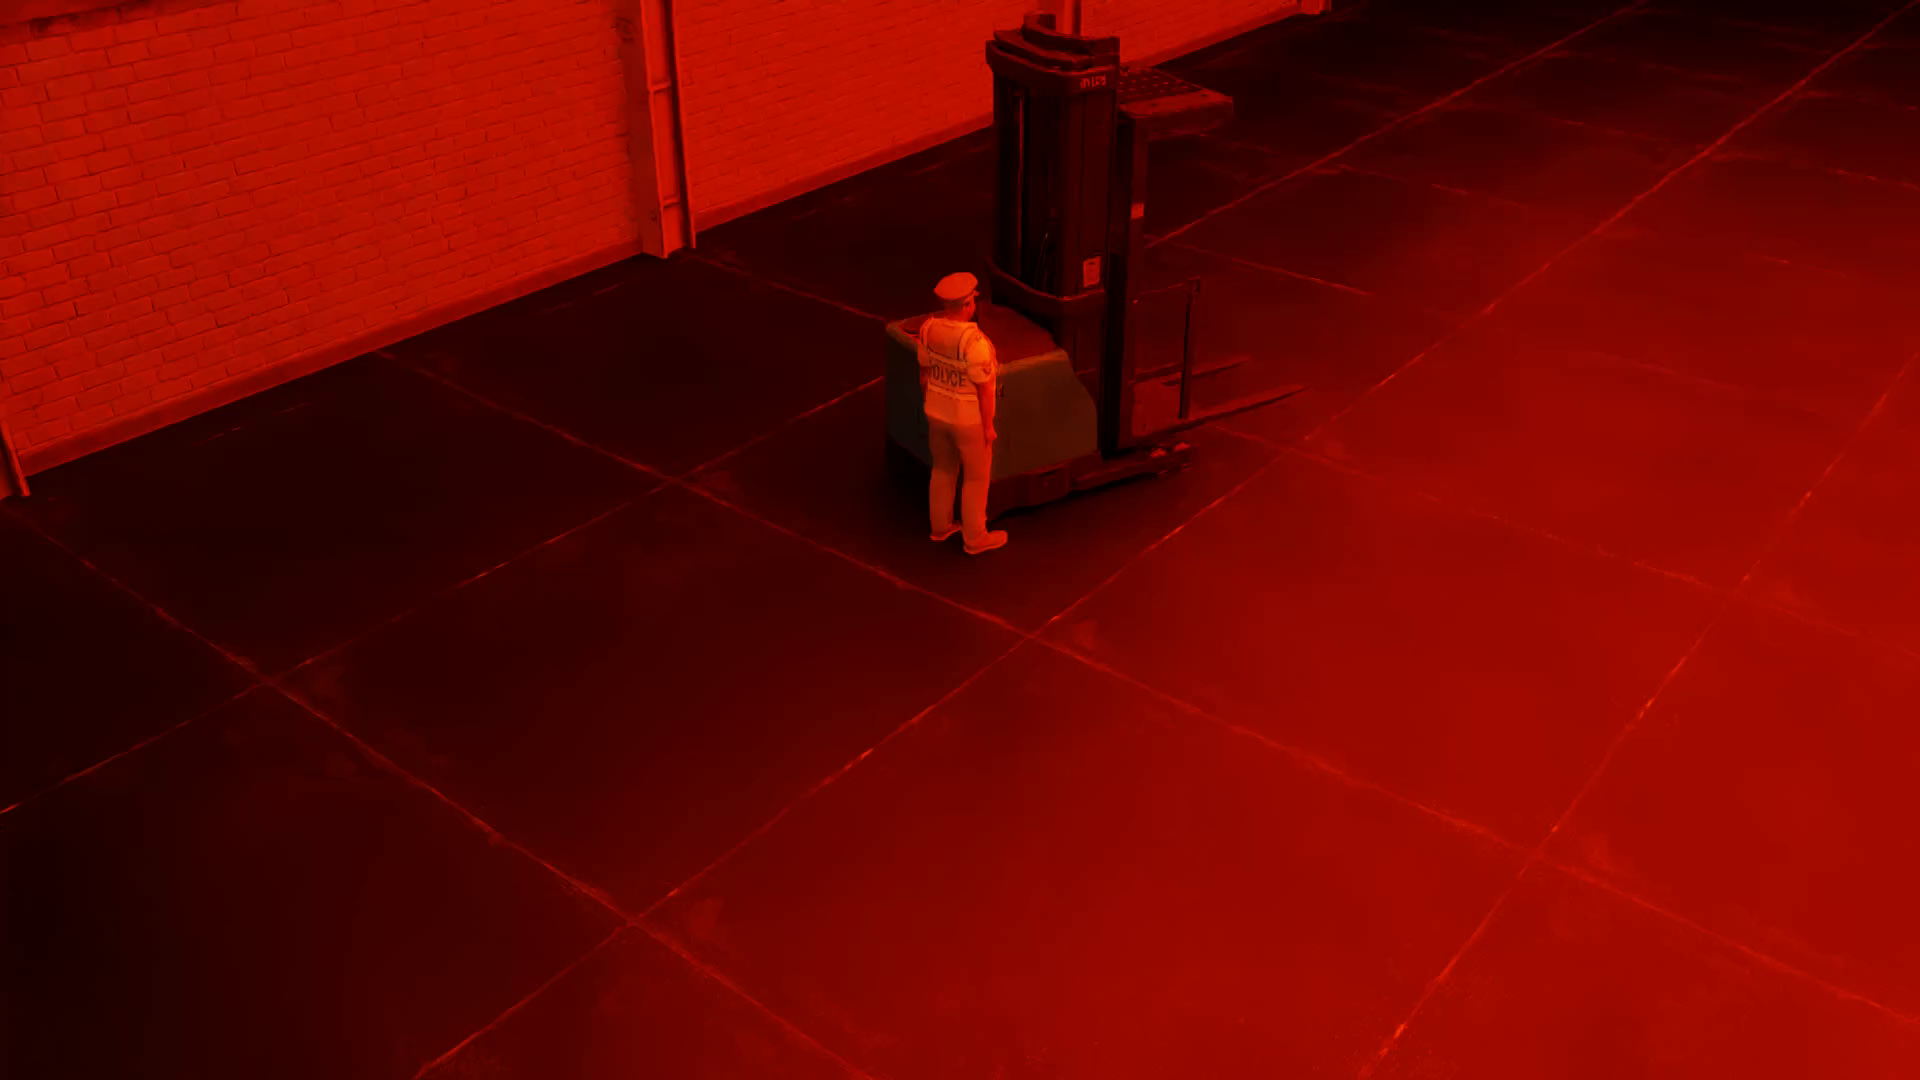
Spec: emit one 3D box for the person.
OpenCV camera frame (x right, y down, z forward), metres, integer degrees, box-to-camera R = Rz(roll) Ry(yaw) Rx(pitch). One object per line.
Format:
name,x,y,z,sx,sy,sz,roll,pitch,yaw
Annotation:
person,0.010,-0.769,10.066,0.523,1.769,0.396,22,37,33

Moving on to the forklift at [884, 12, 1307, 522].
forklift,1.022,-1.922,10.883,3.031,2.935,1.130,-17,34,-26
